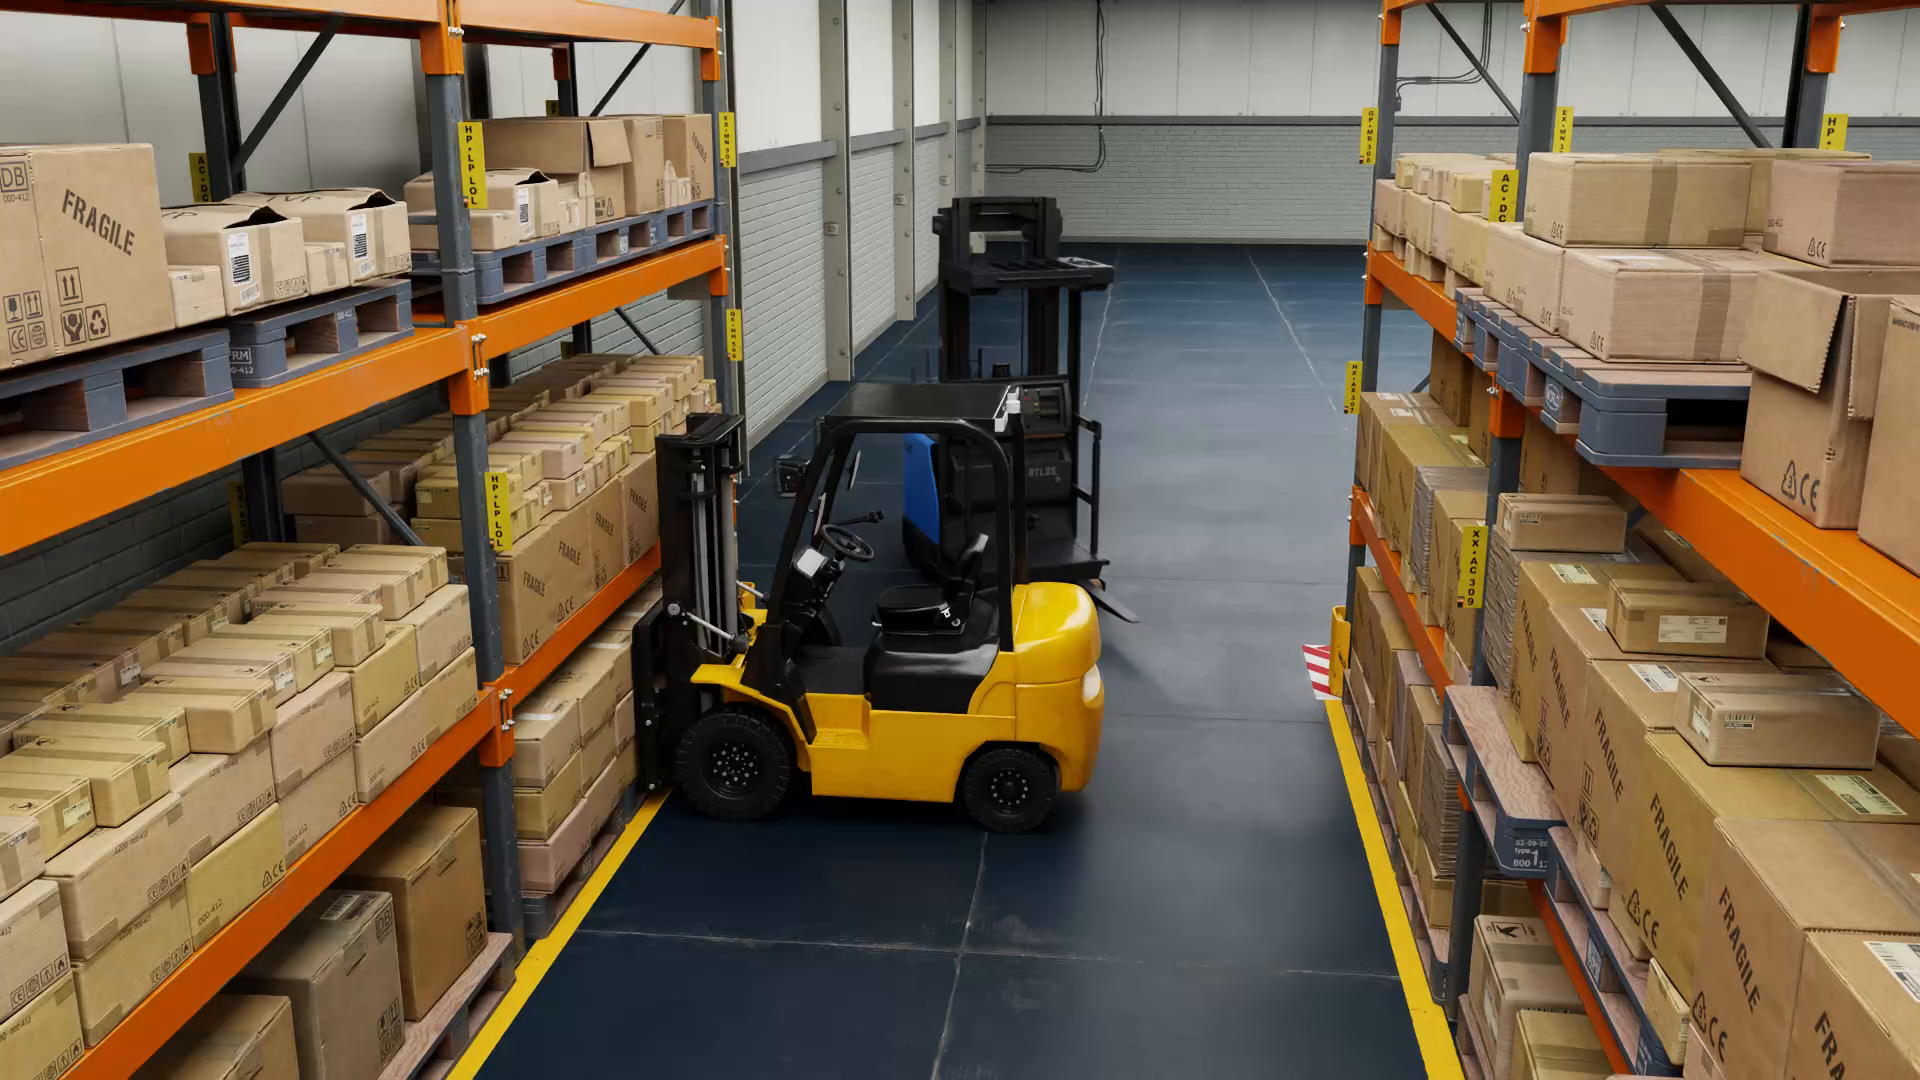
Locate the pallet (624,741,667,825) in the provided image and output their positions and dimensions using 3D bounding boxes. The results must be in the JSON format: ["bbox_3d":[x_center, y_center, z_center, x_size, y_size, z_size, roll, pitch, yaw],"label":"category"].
[{"bbox_3d":[-2.158,1.214,9.267,1.003,0.211,1.213,2,15,6],"label":"pallet"}]

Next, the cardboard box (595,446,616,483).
[{"bbox_3d":[-1.955,-0.377,8.375,0.380,0.149,0.250,1,15,4],"label":"cardboard box"}]

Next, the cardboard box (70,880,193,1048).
[{"bbox_3d":[-2.471,1.128,4.530,0.500,0.250,0.500,1,15,4],"label":"cardboard box"}]

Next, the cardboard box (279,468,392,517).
[{"bbox_3d":[-2.689,-0.206,7.173,0.380,0.149,0.250,2,15,6],"label":"cardboard box"}]

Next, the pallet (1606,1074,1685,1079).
[{"bbox_3d":[2.031,1.478,3.317,1.213,0.211,1.003,2,15,6],"label":"pallet"}]

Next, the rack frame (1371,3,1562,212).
[{"bbox_3d":[2.959,-3.398,9.487,1.000,3.000,0.127,2,15,6],"label":"rack frame"}]

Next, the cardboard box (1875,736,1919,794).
[{"bbox_3d":[2.442,0.796,3.908,0.500,0.500,0.500,2,15,7],"label":"cardboard box"}]

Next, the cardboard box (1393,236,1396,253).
[{"bbox_3d":[2.658,-1.681,9.367,0.380,0.149,0.250,1,15,4],"label":"cardboard box"}]

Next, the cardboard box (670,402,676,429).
[{"bbox_3d":[-1.863,-0.713,9.620,0.380,0.149,0.250,2,15,6],"label":"cardboard box"}]

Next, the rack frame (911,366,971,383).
[{"bbox_3d":[-0.157,-0.704,13.893,0.500,1.500,0.032,2,15,6],"label":"rack frame"}]

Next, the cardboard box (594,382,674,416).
[{"bbox_3d":[-1.825,-0.786,9.318,0.380,0.149,0.250,2,15,8],"label":"cardboard box"}]

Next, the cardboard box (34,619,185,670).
[{"bbox_3d":[-2.851,0.378,5.585,0.380,0.149,0.250,2,15,6],"label":"cardboard box"}]

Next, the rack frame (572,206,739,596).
[{"bbox_3d":[-1.974,-0.647,10.808,1.000,3.000,0.127,2,15,6],"label":"rack frame"}]

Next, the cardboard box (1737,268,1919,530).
[{"bbox_3d":[2.200,-0.321,3.658,0.797,0.503,0.637,2,15,6],"label":"cardboard box"}]

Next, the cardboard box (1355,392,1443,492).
[{"bbox_3d":[2.630,-0.579,9.794,0.500,0.500,0.500,1,15,5],"label":"cardboard box"}]

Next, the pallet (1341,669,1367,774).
[{"bbox_3d":[2.823,1.074,9.786,1.003,0.211,1.213,2,15,6],"label":"pallet"}]

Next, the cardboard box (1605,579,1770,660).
[{"bbox_3d":[2.083,0.225,4.777,0.380,0.149,0.250,3,15,9],"label":"cardboard box"}]

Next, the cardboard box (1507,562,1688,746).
[{"bbox_3d":[2.114,0.384,5.428,0.500,0.500,0.500,2,15,6],"label":"cardboard box"}]

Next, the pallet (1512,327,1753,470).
[{"bbox_3d":[2.218,-0.395,4.491,1.213,0.211,1.003,2,15,6],"label":"pallet"}]

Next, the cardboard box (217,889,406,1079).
[{"bbox_3d":[-2.568,1.671,5.981,0.875,0.625,0.625,2,15,6],"label":"cardboard box"}]

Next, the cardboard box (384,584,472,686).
[{"bbox_3d":[-2.226,0.357,6.426,0.500,0.250,0.500,1,15,5],"label":"cardboard box"}]

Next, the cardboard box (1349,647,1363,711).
[{"bbox_3d":[2.593,0.824,9.831,0.500,0.250,0.500,2,15,6],"label":"cardboard box"}]

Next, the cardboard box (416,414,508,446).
[{"bbox_3d":[-2.513,-0.537,8.398,0.380,0.149,0.250,2,15,6],"label":"cardboard box"}]

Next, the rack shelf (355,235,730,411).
[{"bbox_3d":[-2.199,-1.229,8.592,1.077,0.370,4.000,2,15,6],"label":"rack shelf"}]

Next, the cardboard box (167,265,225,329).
[{"bbox_3d":[-2.334,-0.693,4.717,0.380,0.149,0.250,2,15,6],"label":"cardboard box"}]

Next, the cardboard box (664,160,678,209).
[{"bbox_3d":[-1.794,-1.991,9.295,0.396,0.266,0.258,2,15,6],"label":"cardboard box"}]

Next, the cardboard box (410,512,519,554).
[{"bbox_3d":[-2.128,-0.046,7.150,0.380,0.149,0.250,1,15,5],"label":"cardboard box"}]

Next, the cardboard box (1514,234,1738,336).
[{"bbox_3d":[1.987,-0.771,5.004,0.500,0.250,0.500,1,15,6],"label":"cardboard box"}]

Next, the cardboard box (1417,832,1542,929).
[{"bbox_3d":[2.307,1.499,7.334,0.500,0.250,0.500,2,15,9],"label":"cardboard box"}]

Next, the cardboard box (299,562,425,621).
[{"bbox_3d":[-2.254,0.192,6.272,0.380,0.149,0.250,1,15,5],"label":"cardboard box"}]

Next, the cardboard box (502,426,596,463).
[{"bbox_3d":[-2.001,-0.457,8.102,0.380,0.149,0.250,1,15,5],"label":"cardboard box"}]

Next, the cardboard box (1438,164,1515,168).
[{"bbox_3d":[2.513,-1.733,8.033,0.380,0.149,0.250,2,15,7],"label":"cardboard box"}]

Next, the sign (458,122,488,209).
[{"bbox_3d":[-1.885,-1.445,6.421,0.100,0.325,0.005,2,15,6],"label":"sign"}]

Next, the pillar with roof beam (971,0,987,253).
[{"bbox_3d":[4.715,-11.043,37.761,9.100,9.000,0.400,2,15,6],"label":"pillar with roof beam"}]

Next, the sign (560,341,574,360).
[{"bbox_3d":[-2.524,-1.121,10.750,0.100,0.325,0.005,2,15,6],"label":"sign"}]

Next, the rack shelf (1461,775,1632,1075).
[{"bbox_3d":[2.282,1.402,4.609,1.077,0.370,4.000,2,15,6],"label":"rack shelf"}]

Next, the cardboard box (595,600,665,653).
[{"bbox_3d":[-1.879,0.519,9.045,0.500,0.250,0.500,1,15,5],"label":"cardboard box"}]

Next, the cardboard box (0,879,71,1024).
[{"bbox_3d":[-2.526,1.021,3.968,0.500,0.250,0.500,2,15,8],"label":"cardboard box"}]

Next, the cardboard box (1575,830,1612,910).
[{"bbox_3d":[1.956,0.926,4.669,0.380,0.149,0.250,2,15,8],"label":"cardboard box"}]

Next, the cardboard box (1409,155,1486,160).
[{"bbox_3d":[2.703,-2.061,9.245,0.380,0.149,0.250,2,15,6],"label":"cardboard box"}]

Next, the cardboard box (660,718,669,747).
[{"bbox_3d":[-1.880,1.003,9.171,0.500,0.250,0.500,2,15,8],"label":"cardboard box"}]

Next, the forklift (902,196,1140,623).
[{"bbox_3d":[0.450,-0.999,12.241,1.130,2.935,3.031,-5,16,-17],"label":"forklift"}]

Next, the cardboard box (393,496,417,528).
[{"bbox_3d":[-2.650,-0.128,7.453,0.380,0.149,0.250,1,15,5],"label":"cardboard box"}]

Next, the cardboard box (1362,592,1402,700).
[{"bbox_3d":[2.536,0.604,9.208,0.500,0.500,0.500,1,15,4],"label":"cardboard box"}]

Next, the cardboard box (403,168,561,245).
[{"bbox_3d":[-2.089,-1.474,7.294,0.500,0.311,0.500,2,15,7],"label":"cardboard box"}]

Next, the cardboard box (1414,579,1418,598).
[{"bbox_3d":[2.411,0.236,8.025,0.380,0.149,0.250,1,15,5],"label":"cardboard box"}]

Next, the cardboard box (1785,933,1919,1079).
[{"bbox_3d":[1.831,1.053,2.957,0.500,0.500,0.500,1,15,5],"label":"cardboard box"}]

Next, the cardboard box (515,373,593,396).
[{"bbox_3d":[-2.345,-0.871,9.634,0.380,0.149,0.250,2,15,7],"label":"cardboard box"}]

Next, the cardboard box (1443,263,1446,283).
[{"bbox_3d":[2.509,-1.280,7.883,0.380,0.149,0.250,2,15,6],"label":"cardboard box"}]

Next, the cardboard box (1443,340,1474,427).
[{"bbox_3d":[3.054,-0.906,9.090,0.700,0.500,0.500,2,15,7],"label":"cardboard box"}]

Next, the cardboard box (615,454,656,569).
[{"bbox_3d":[-1.939,-0.162,8.822,0.500,0.500,0.500,2,15,7],"label":"cardboard box"}]

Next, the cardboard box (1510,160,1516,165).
[{"bbox_3d":[3.022,-1.857,8.490,0.380,0.149,0.250,2,15,6],"label":"cardboard box"}]

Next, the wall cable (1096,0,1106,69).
[{"bbox_3d":[4.772,-12.754,40.363,3.097,2.526,0.112,2,15,6],"label":"wall cable"}]

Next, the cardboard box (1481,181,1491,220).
[{"bbox_3d":[2.279,-1.334,6.557,0.380,0.149,0.250,1,15,5],"label":"cardboard box"}]

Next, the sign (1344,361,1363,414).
[{"bbox_3d":[2.420,-0.935,10.216,0.100,0.325,0.005,2,15,6],"label":"sign"}]

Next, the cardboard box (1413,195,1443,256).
[{"bbox_3d":[2.460,-1.501,7.937,0.500,0.250,0.500,2,15,7],"label":"cardboard box"}]

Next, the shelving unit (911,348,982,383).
[{"bbox_3d":[-0.104,-0.836,14.381,0.538,1.500,1.048,2,15,6],"label":"shelving unit"}]

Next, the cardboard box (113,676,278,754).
[{"bbox_3d":[-2.311,0.528,5.030,0.380,0.149,0.250,1,15,5],"label":"cardboard box"}]

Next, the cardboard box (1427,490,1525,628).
[{"bbox_3d":[2.362,0.088,7.330,0.500,0.500,0.500,2,15,8],"label":"cardboard box"}]
